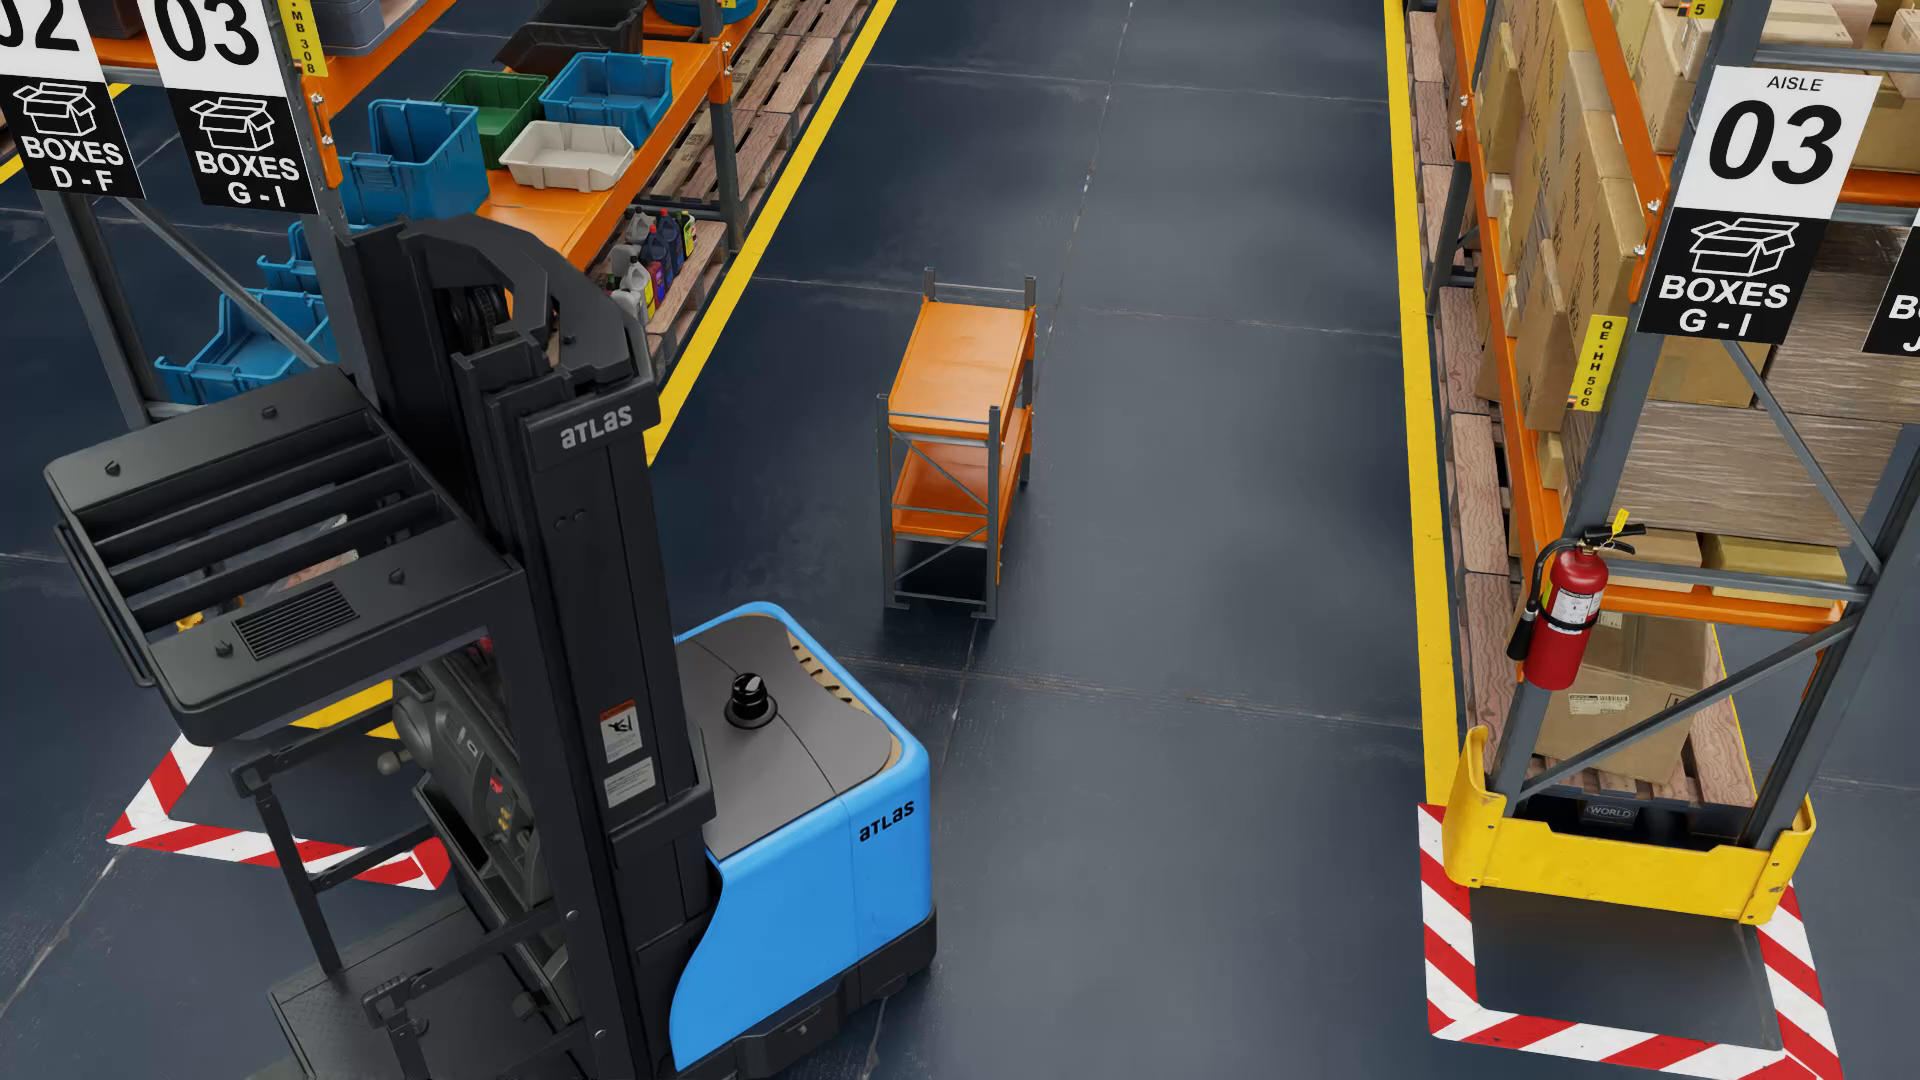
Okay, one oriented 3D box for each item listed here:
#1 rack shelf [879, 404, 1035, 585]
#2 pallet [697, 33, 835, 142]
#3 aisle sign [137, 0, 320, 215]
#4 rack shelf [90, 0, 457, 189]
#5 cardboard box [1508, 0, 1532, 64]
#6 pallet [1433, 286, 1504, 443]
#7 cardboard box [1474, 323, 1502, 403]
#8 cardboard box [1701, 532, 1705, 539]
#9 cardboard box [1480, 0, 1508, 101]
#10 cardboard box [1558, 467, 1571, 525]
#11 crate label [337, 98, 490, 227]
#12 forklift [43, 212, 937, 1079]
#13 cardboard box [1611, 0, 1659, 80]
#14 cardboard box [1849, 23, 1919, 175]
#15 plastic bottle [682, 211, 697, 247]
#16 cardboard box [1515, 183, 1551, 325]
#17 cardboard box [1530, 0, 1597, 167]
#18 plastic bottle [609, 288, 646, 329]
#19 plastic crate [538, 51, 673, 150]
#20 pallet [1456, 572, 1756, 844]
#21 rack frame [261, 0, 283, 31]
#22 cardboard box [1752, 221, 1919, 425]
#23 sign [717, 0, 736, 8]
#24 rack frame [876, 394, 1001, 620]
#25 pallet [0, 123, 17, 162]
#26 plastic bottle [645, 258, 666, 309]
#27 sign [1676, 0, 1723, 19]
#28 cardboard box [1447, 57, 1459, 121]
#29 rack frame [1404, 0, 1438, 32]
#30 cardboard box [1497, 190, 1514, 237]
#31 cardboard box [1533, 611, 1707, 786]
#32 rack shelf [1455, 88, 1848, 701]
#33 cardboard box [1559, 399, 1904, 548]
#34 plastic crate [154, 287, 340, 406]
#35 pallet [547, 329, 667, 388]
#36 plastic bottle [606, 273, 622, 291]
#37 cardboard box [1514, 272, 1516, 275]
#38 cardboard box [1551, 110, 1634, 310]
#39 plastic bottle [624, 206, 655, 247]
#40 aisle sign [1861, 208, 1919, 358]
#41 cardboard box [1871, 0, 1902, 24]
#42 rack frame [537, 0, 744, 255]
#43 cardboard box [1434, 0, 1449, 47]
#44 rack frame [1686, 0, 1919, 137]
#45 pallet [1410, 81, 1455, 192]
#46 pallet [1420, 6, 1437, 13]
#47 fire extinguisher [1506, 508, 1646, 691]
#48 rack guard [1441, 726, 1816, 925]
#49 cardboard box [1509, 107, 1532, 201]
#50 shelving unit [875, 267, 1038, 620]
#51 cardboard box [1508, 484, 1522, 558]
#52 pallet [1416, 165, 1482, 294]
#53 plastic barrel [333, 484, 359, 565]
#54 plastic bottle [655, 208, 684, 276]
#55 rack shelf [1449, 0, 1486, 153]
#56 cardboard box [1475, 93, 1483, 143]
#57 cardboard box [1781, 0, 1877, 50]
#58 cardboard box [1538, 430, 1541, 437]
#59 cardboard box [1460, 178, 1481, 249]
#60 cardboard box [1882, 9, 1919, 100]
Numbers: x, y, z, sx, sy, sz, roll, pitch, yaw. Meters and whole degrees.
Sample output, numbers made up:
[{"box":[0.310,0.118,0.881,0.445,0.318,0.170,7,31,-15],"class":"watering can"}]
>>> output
[{"box":[0.001,-0.249,7.553,0.538,0.278,1.000,6,40,8],"class":"rack shelf"},{"box":[-1.477,-3.119,11.357,1.003,0.211,1.213,6,40,8],"class":"pallet"},{"box":[-2.199,-1.343,4.980,0.394,0.787,0.004,6,40,8],"class":"aisle sign"},{"box":[-2.129,-2.552,6.693,1.077,0.370,4.000,6,40,8],"class":"rack shelf"},{"box":[2.682,-2.353,7.145,0.500,0.500,0.500,6,40,8],"class":"cardboard box"},{"box":[3.013,-0.882,8.652,1.003,0.211,1.213,6,40,8],"class":"pallet"},{"box":[2.895,-0.974,8.206,0.500,0.500,0.500,19,43,21],"class":"cardboard box"},{"box":[2.749,-0.083,5.693,0.380,0.149,0.250,6,40,8],"class":"cardboard box"},{"box":[2.956,-2.260,7.818,0.875,0.500,0.500,6,40,8],"class":"cardboard box"},{"box":[2.293,-0.134,5.755,0.380,0.149,0.250,6,40,8],"class":"cardboard box"},{"box":[-2.423,-1.617,7.324,0.502,0.435,0.616,6,40,8],"class":"crate label"},{"box":[-1.559,0.703,4.600,3.031,2.935,1.130,-26,46,-28],"class":"forklift"},{"box":[2.319,-1.615,5.113,0.500,0.250,0.500,7,40,8],"class":"cardboard box"},{"box":[2.741,-1.244,4.665,0.500,0.250,0.500,8,40,9],"class":"cardboard box"},{"box":[-1.539,-1.758,9.373,0.097,0.201,0.097,0,40,0],"class":"plastic bottle"},{"box":[2.622,-1.004,6.298,0.875,0.500,0.500,6,40,8],"class":"cardboard box"},{"box":[2.519,-1.724,6.384,0.500,0.500,0.500,6,40,8],"class":"cardboard box"},{"box":[-1.732,-1.188,8.625,0.152,0.276,0.135,7,40,8],"class":"plastic bottle"},{"box":[-1.707,-2.147,8.109,0.499,0.251,0.616,6,40,8],"class":"plastic crate"},{"box":[2.591,0.649,6.800,1.003,0.211,1.213,6,40,8],"class":"pallet"},{"box":[-2.476,-2.730,3.990,1.000,3.000,0.127,6,40,8],"class":"rack frame"},{"box":[2.766,-0.726,5.177,0.500,0.500,0.500,6,40,8],"class":"cardboard box"},{"box":[-1.243,-2.968,8.768,0.100,0.325,0.005,6,40,8],"class":"sign"},{"box":[-0.087,-0.119,7.011,0.500,1.125,0.032,6,40,8],"class":"rack frame"},{"box":[-6.572,-2.869,11.055,1.003,0.211,1.213,6,40,8],"class":"pallet"},{"box":[-1.631,-1.388,8.861,0.061,0.283,0.133,9,40,11],"class":"plastic bottle"},{"box":[1.860,-1.443,4.093,0.100,0.325,0.005,6,40,8],"class":"sign"},{"box":[3.516,-2.970,10.605,0.700,0.500,0.500,10,41,11],"class":"cardboard box"},{"box":[3.787,-4.893,11.314,1.000,3.000,0.127,6,40,8],"class":"rack frame"},{"box":[2.569,-1.397,7.282,0.380,0.149,0.250,6,40,8],"class":"cardboard box"},{"box":[2.527,0.539,6.376,0.500,0.500,0.500,14,41,16],"class":"cardboard box"},{"box":[2.749,-0.850,6.989,1.077,0.370,4.000,6,40,8],"class":"rack shelf"},{"box":[2.525,-0.367,5.529,0.875,0.500,0.500,6,40,8],"class":"cardboard box"},{"box":[-2.684,-0.708,6.369,0.499,0.251,0.616,6,40,8],"class":"plastic crate"},{"box":[-2.149,-0.669,8.394,1.003,0.211,1.213,6,40,8],"class":"pallet"},{"box":[-1.805,-1.287,8.740,0.061,0.283,0.133,6,40,8],"class":"plastic bottle"},{"box":[2.516,-1.079,6.898,0.380,0.149,0.250,6,40,8],"class":"cardboard box"},{"box":[2.335,-1.098,5.627,0.500,0.500,0.500,6,40,8],"class":"cardboard box"},{"box":[-1.753,-1.657,9.134,0.144,0.351,0.185,6,40,8],"class":"plastic bottle"},{"box":[2.687,-0.802,4.326,0.394,0.787,0.004,6,40,8],"class":"aisle sign"},{"box":[2.741,-1.596,4.777,0.380,0.149,0.250,6,40,7],"class":"cardboard box"},{"box":[-1.783,-2.929,8.938,1.000,3.000,0.127,6,40,8],"class":"rack frame"},{"box":[3.691,-3.676,11.459,0.700,0.500,0.500,4,40,5],"class":"cardboard box"},{"box":[2.403,-2.184,3.330,1.000,3.000,0.127,6,40,8],"class":"rack frame"},{"box":[3.437,-2.564,10.686,1.003,0.211,1.213,6,40,8],"class":"pallet"},{"box":[3.998,-4.305,12.791,1.003,0.211,1.213,6,40,8],"class":"pallet"},{"box":[1.929,0.179,5.241,0.296,0.674,0.183,6,40,8],"class":"fire extinguisher"},{"box":[2.416,1.044,6.096,1.175,0.500,0.348,6,40,8],"class":"rack guard"},{"box":[2.848,-1.625,7.050,0.875,0.500,0.500,6,40,8],"class":"cardboard box"},{"box":[0.001,-0.438,7.397,0.538,1.125,1.048,6,40,8],"class":"shelving unit"},{"box":[2.724,-0.230,7.307,0.500,0.500,0.500,10,41,12],"class":"cardboard box"},{"box":[3.228,-1.797,9.757,1.003,0.211,1.213,6,40,8],"class":"pallet"},{"box":[-2.437,-0.043,7.071,0.421,0.512,0.421,0,40,0],"class":"plastic barrel"},{"box":[-1.611,-1.641,9.115,0.144,0.351,0.185,5,40,6],"class":"plastic bottle"},{"box":[3.441,-3.360,10.025,1.077,0.370,4.000,6,40,8],"class":"rack shelf"},{"box":[2.705,-2.028,8.047,0.380,0.149,0.250,6,40,8],"class":"cardboard box"},{"box":[2.304,-1.483,4.641,0.380,0.149,0.250,5,40,6],"class":"cardboard box"},{"box":[2.344,-0.452,6.139,0.380,0.149,0.250,6,40,8],"class":"cardboard box"},{"box":[3.222,-1.972,9.397,0.700,0.500,0.500,4,40,4],"class":"cardboard box"},{"box":[2.678,-1.271,4.384,0.380,0.149,0.250,6,40,7],"class":"cardboard box"}]
